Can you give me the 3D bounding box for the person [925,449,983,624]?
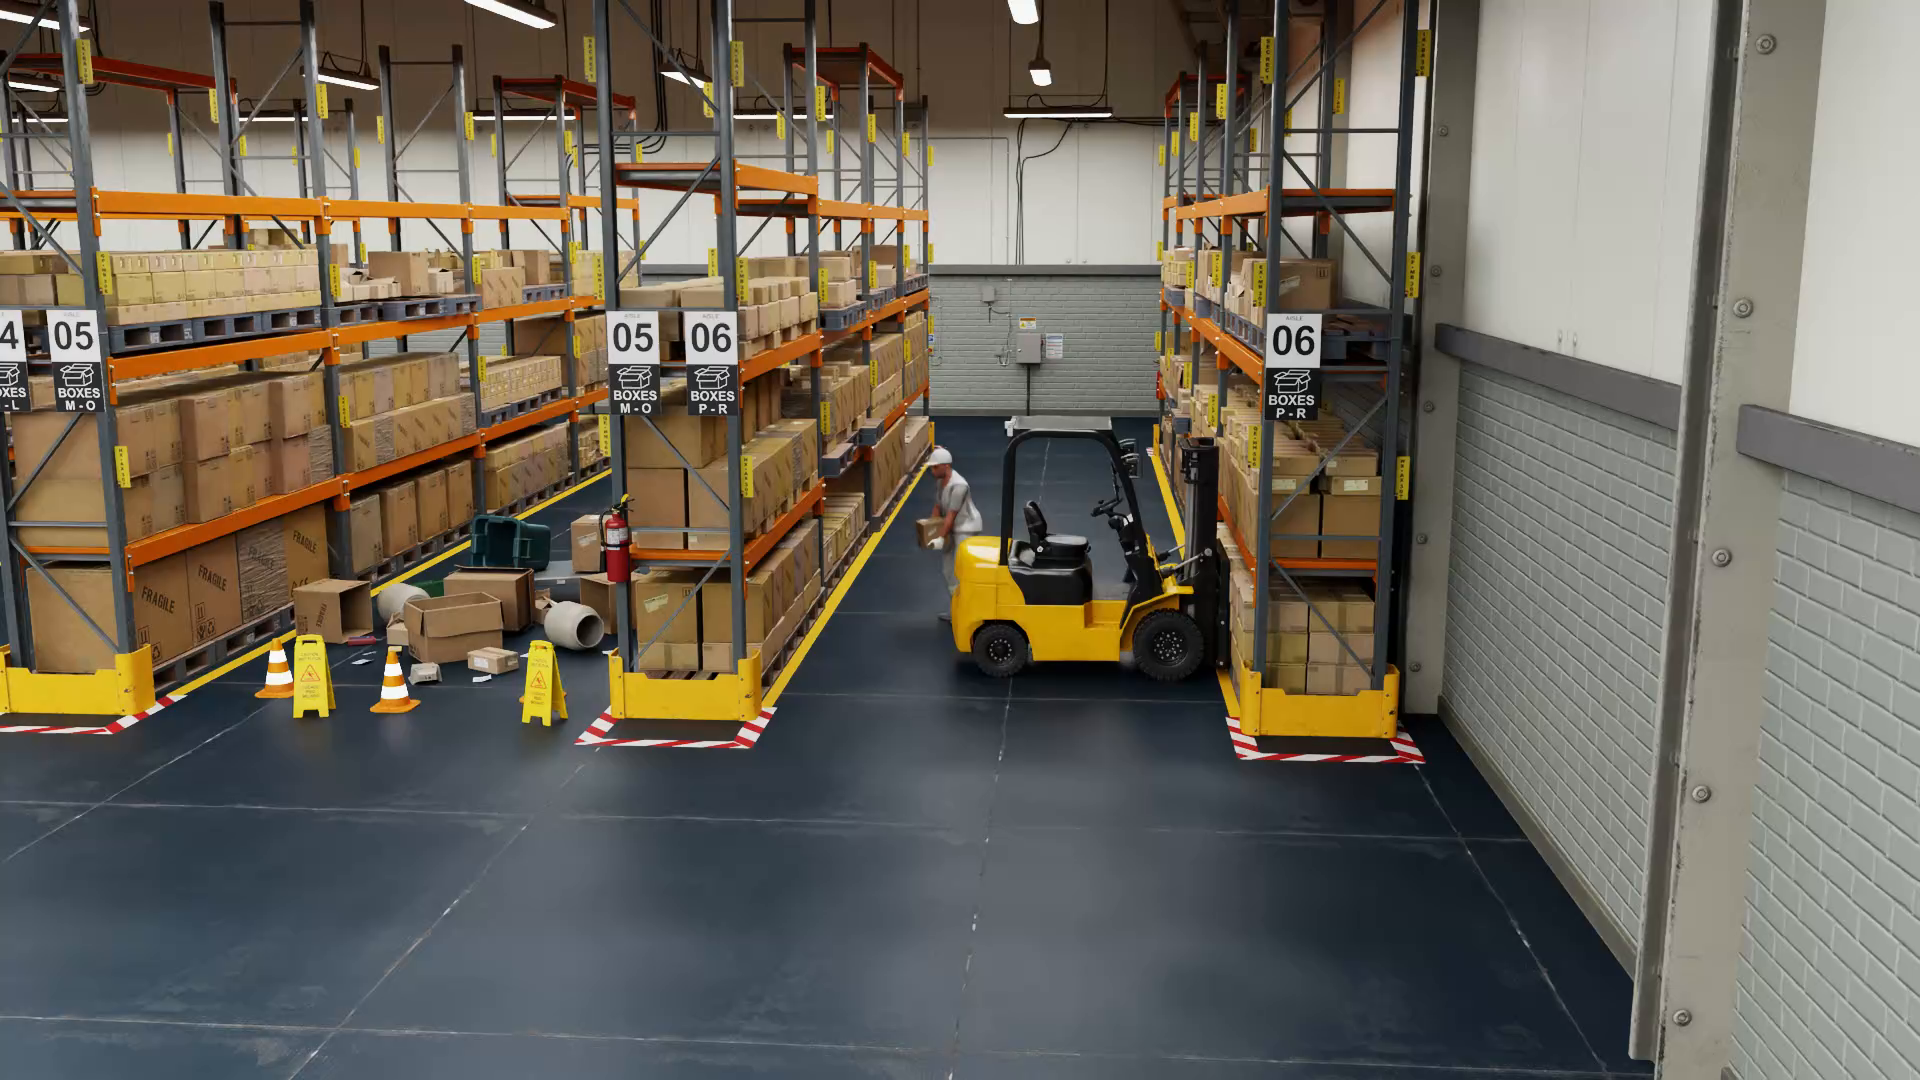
[{"bbox_3d":[-0.088,-0.038,16.225,0.615,1.726,0.496,-5,12,-26],"label":"person"}]
